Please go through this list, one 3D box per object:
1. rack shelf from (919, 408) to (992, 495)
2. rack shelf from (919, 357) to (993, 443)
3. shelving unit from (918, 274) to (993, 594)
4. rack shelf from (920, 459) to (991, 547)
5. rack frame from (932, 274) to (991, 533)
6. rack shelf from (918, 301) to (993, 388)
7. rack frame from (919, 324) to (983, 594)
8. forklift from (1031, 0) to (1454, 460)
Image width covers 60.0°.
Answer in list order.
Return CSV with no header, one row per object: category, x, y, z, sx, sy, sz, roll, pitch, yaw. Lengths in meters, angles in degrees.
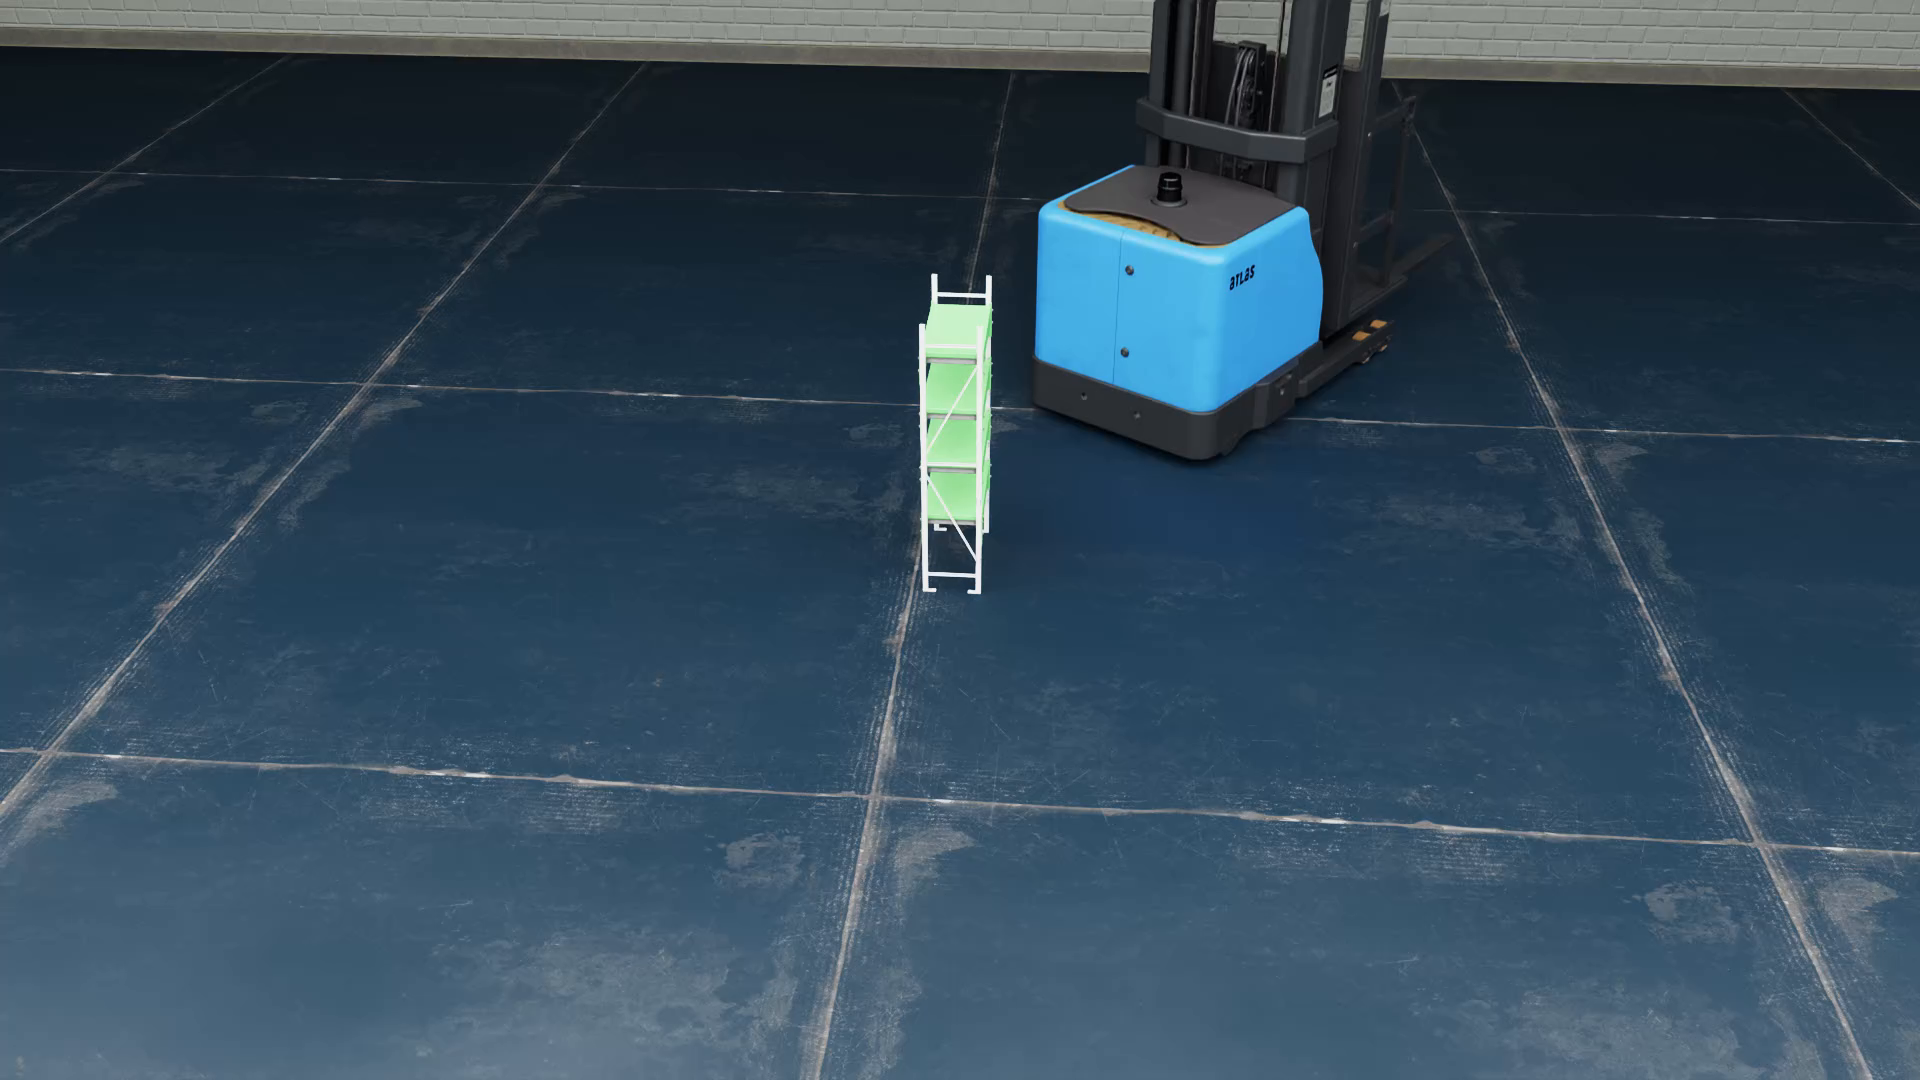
rack shelf,-0.013,-0.370,6.828,0.258,0.148,0.480,2,32,4
rack shelf,-0.013,-0.574,6.702,0.258,0.148,0.480,2,32,4
shelving unit,-0.013,-0.424,6.795,0.258,1.200,0.503,2,32,4
rack shelf,-0.013,-0.166,6.954,0.258,0.148,0.480,2,32,4
rack frame,0.006,-0.552,7.002,0.240,1.200,0.015,2,32,4
rack shelf,-0.013,-0.778,6.576,0.258,0.148,0.480,2,32,4
rack frame,-0.033,-0.297,6.588,0.240,1.200,0.015,2,32,4
forklift,1.669,-2.326,8.230,1.130,2.935,3.031,23,38,32
